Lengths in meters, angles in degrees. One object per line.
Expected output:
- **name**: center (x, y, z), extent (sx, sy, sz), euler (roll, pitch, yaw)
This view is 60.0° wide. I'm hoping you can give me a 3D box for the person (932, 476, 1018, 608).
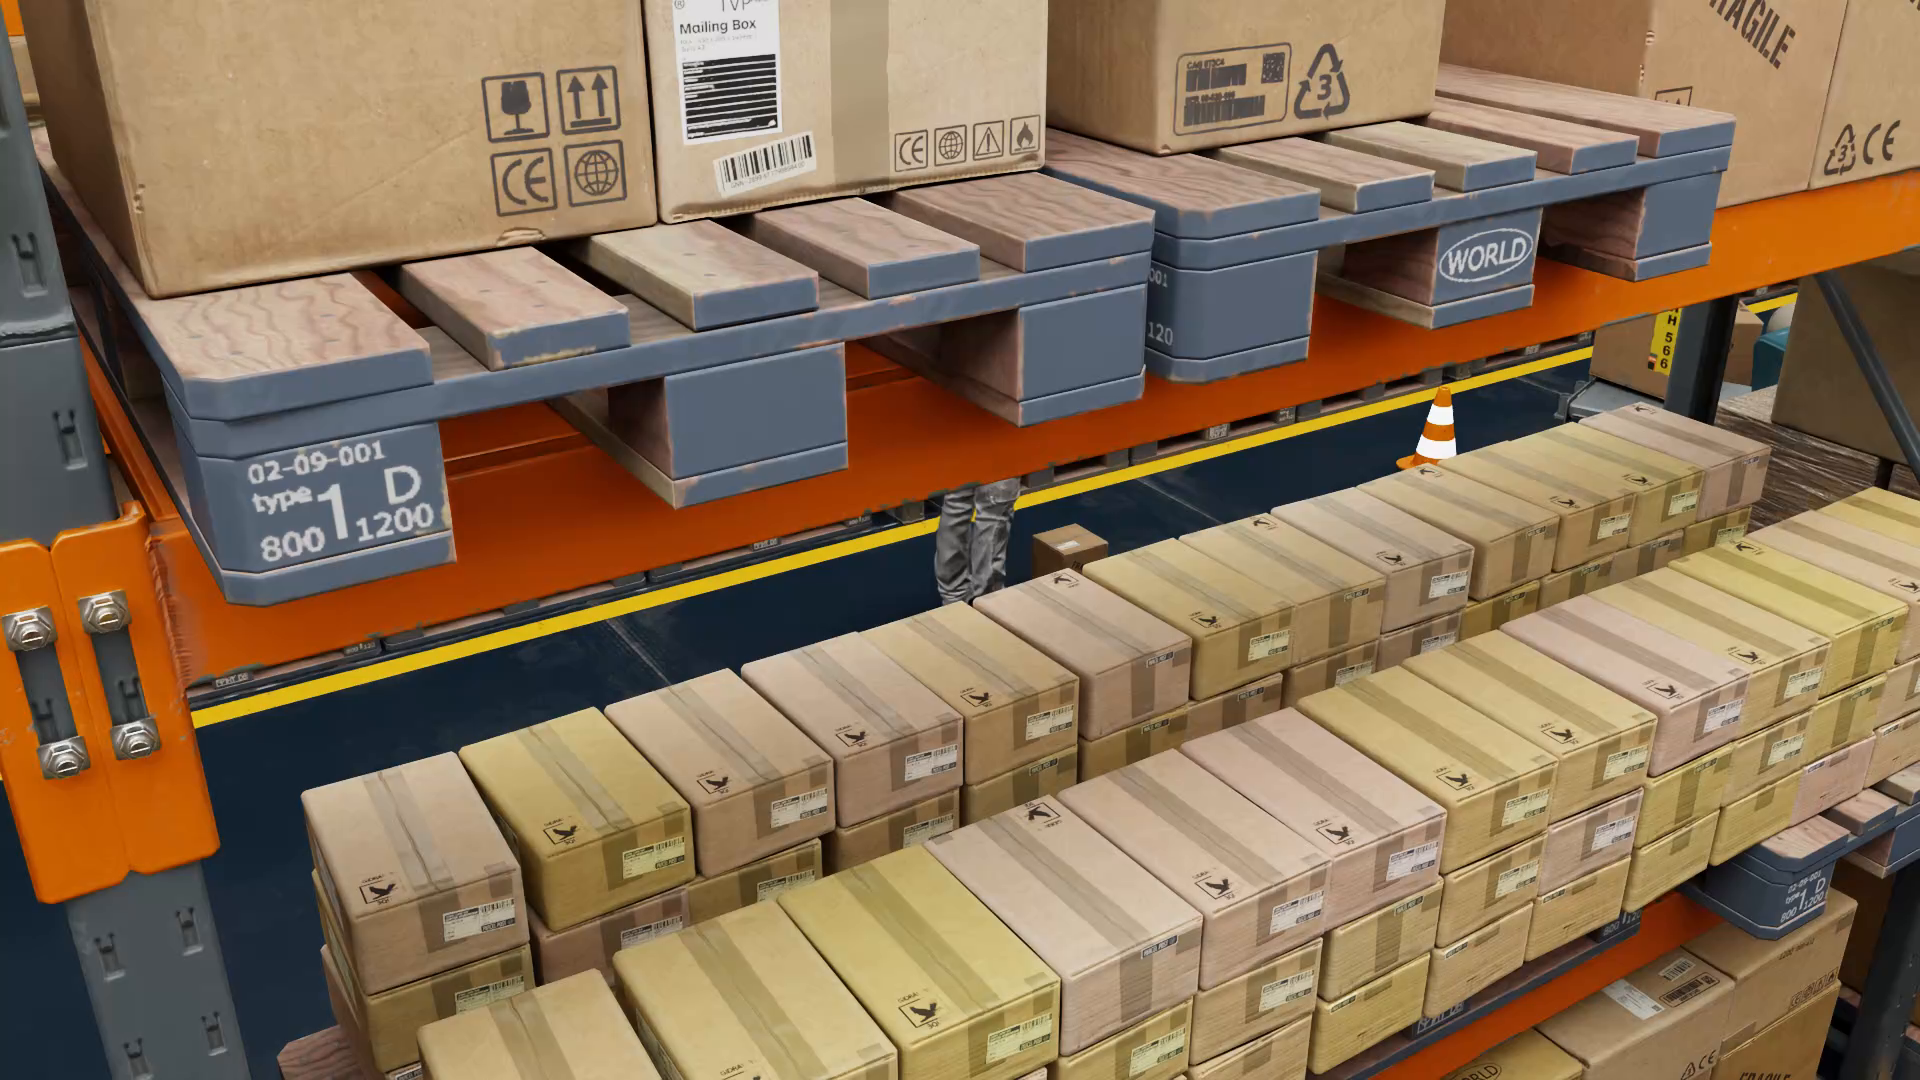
- **person**: center (0.076, -0.479, 7.112), extent (0.350, 1.785, 0.545), euler (-14, 29, -28)
